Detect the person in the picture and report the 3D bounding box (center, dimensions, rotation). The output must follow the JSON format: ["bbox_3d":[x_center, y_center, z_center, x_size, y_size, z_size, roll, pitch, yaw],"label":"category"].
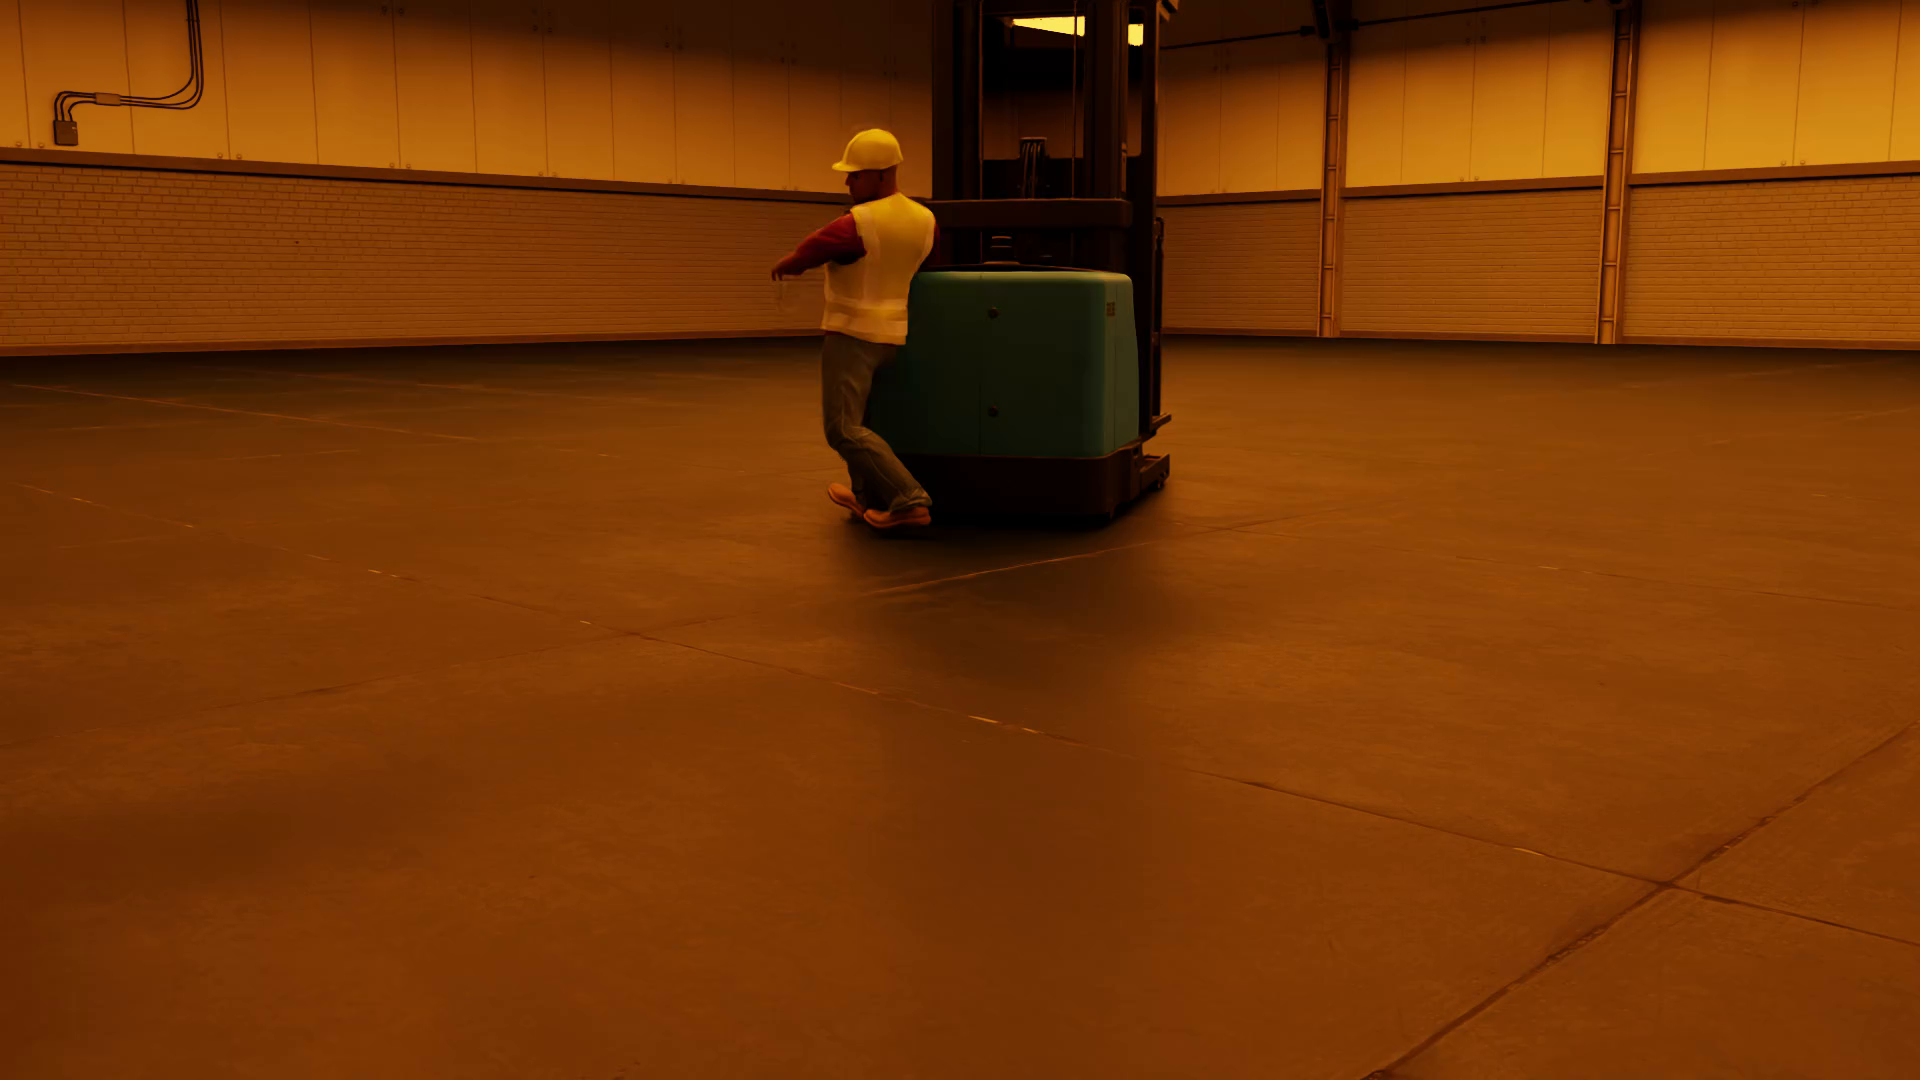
[{"bbox_3d":[-0.392,-0.874,7.066,0.877,1.658,0.800,4,9,25],"label":"person"}]

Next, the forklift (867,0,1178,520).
[{"bbox_3d":[0.465,-1.713,8.251,1.130,2.935,3.031,2,9,15],"label":"forklift"}]
